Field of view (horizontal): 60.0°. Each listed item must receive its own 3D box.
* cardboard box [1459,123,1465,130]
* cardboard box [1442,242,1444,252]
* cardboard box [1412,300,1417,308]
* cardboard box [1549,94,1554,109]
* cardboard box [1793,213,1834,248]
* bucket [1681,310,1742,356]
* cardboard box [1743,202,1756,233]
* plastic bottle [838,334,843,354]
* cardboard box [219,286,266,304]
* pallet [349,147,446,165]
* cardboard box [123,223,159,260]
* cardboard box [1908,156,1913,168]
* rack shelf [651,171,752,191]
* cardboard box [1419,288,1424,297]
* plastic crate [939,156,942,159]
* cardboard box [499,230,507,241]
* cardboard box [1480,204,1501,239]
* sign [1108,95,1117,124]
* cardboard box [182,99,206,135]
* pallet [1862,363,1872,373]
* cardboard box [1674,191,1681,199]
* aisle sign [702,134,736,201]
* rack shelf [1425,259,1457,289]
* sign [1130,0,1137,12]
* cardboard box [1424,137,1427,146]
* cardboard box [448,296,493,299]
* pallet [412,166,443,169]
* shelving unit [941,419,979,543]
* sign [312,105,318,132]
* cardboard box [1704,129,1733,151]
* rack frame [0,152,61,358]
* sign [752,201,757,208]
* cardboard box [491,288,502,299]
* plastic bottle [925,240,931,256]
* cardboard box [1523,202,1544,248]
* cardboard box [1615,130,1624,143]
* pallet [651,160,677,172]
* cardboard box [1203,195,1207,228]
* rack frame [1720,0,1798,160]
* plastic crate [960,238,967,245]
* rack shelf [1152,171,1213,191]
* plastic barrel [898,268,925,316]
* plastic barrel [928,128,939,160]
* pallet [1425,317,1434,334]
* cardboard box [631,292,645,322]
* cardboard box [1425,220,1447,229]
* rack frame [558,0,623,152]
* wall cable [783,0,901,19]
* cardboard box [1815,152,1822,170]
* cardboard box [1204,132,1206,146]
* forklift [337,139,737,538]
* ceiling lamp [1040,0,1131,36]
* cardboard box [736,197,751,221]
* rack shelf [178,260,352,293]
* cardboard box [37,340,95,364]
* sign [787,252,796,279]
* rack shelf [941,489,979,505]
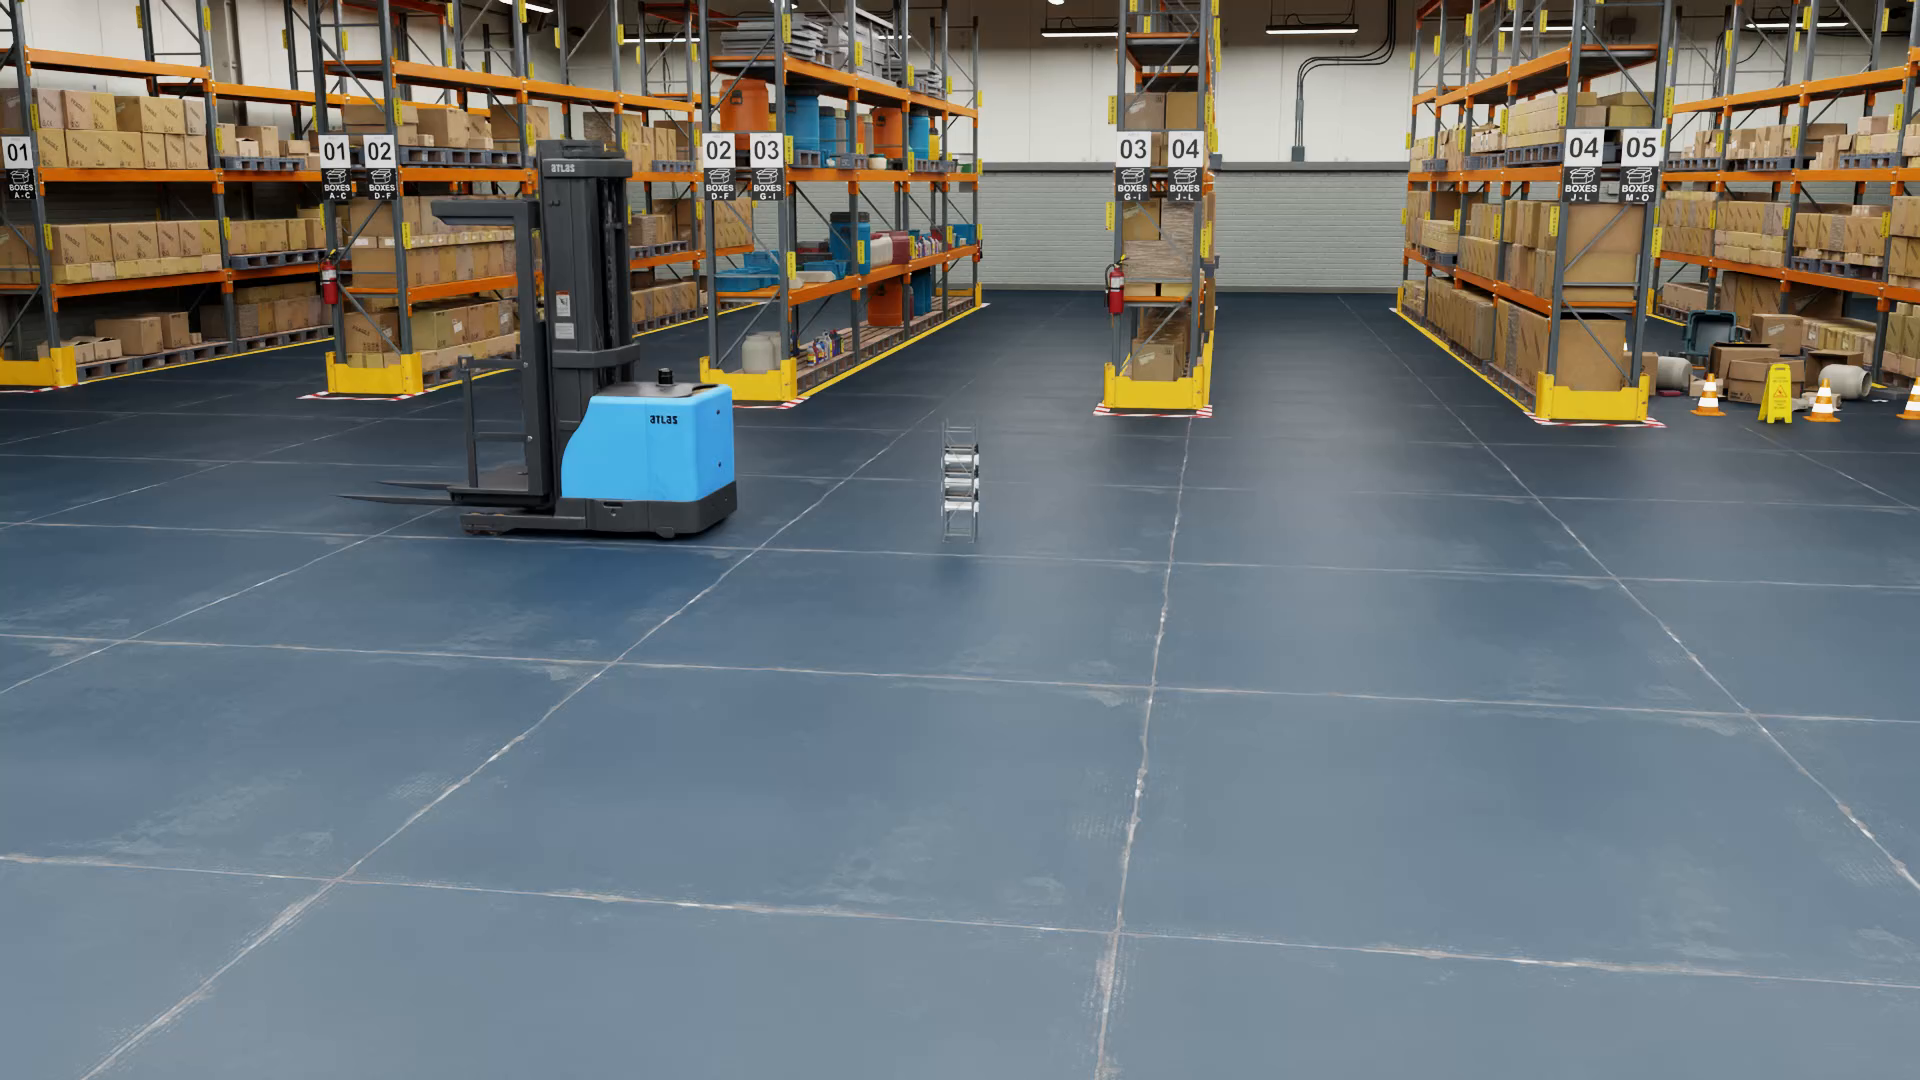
[{"bbox_3d":[8.293,-6.622,26.928,0.396,0.266,0.258,2,12,9],"label":"cardboard box"},{"bbox_3d":[8.085,-4.785,27.175,0.380,0.149,0.250,2,12,8],"label":"cardboard box"},{"bbox_3d":[9.032,-4.589,32.437,0.380,0.149,0.250,2,12,9],"label":"cardboard box"},{"bbox_3d":[6.989,-5.042,19.116,0.380,0.149,0.250,2,12,10],"label":"cardboard box"},{"bbox_3d":[13.032,-4.707,25.275,0.500,0.500,0.500,2,12,7],"label":"cardboard box"},{"bbox_3d":[10.066,-2.740,22.250,0.726,0.611,0.620,7,4,28],"label":"bucket"},{"bbox_3d":[13.390,-5.363,27.647,0.500,0.500,0.500,2,12,8],"label":"cardboard box"},{"bbox_3d":[-1.719,-2.819,23.857,0.061,0.283,0.133,3,12,11],"label":"plastic bottle"},{"bbox_3d":[-11.599,-3.969,26.898,0.500,0.250,0.500,2,12,7],"label":"cardboard box"},{"bbox_3d":[-7.346,-4.941,21.389,1.003,0.211,1.213,2,12,9],"label":"pallet"},{"bbox_3d":[-11.766,-4.241,23.582,0.500,0.500,0.500,2,12,10],"label":"cardboard box"},{"bbox_3d":[12.422,-4.847,21.340,0.380,0.149,0.250,2,12,8],"label":"cardboard box"},{"bbox_3d":[-5.327,-7.400,34.299,1.077,0.370,4.000,2,12,9],"label":"rack shelf"},{"bbox_3d":[8.868,-4.657,31.341,0.380,0.149,0.250,2,12,8],"label":"cardboard box"},{"bbox_3d":[-0.632,-7.667,33.979,0.504,0.338,0.767,2,12,9],"label":"plastic crate"},{"bbox_3d":[-6.773,-4.400,24.014,0.380,0.149,0.250,2,12,7],"label":"cardboard box"},{"bbox_3d":[8.192,-4.765,24.875,0.700,0.500,0.500,2,12,8],"label":"cardboard box"},{"bbox_3d":[1.762,-4.971,19.217,0.100,0.325,0.005,2,12,9],"label":"sign"},{"bbox_3d":[-11.569,-6.264,24.662,0.500,0.500,0.500,1,12,4],"label":"cardboard box"},{"bbox_3d":[12.833,-2.360,22.943,1.003,0.211,1.213,2,12,9],"label":"pallet"},{"bbox_3d":[14.087,-6.686,32.248,0.380,0.149,0.250,1,12,7],"label":"cardboard box"},{"bbox_3d":[-2.891,-4.475,19.969,0.394,0.787,0.004,2,12,9],"label":"aisle sign"},{"bbox_3d":[8.731,-4.598,28.415,1.077,0.370,4.000,2,12,9],"label":"rack shelf"},{"bbox_3d":[2.374,-7.366,22.718,0.100,0.325,0.005,2,12,9],"label":"sign"},{"bbox_3d":[8.990,-7.542,31.473,0.380,0.149,0.250,2,12,8],"label":"cardboard box"},{"bbox_3d":[-7.246,-3.345,24.645,0.500,0.500,0.500,2,12,9],"label":"cardboard box"},{"bbox_3d":[-10.622,-7.209,32.160,0.805,0.209,1.217,1,12,6],"label":"pallet"},{"bbox_3d":[0.001,-0.442,12.406,0.258,0.900,0.210,2,12,9],"label":"shelving unit"},{"bbox_3d":[-8.014,-5.252,20.710,0.100,0.325,0.005,2,12,9],"label":"sign"},{"bbox_3d":[14.121,-7.279,30.550,0.797,0.503,0.637,3,12,13],"label":"cardboard box"},{"bbox_3d":[-12.375,-3.531,21.757,1.000,3.000,0.127,2,12,9],"label":"rack frame"},{"bbox_3d":[-4.474,-7.400,36.213,0.100,0.325,0.005,2,12,9],"label":"sign"},{"bbox_3d":[-10.152,-5.376,35.255,0.700,0.500,0.500,2,12,10],"label":"cardboard box"},{"bbox_3d":[-0.616,-5.374,30.603,0.152,0.276,0.135,2,12,9],"label":"plastic bottle"},{"bbox_3d":[7.455,-3.889,20.500,0.875,0.550,0.500,2,12,9],"label":"cardboard box"},{"bbox_3d":[7.563,-4.526,18.619,0.380,0.149,0.250,2,12,9],"label":"cardboard box"},{"bbox_3d":[-5.961,-6.894,30.689,1.213,0.211,1.003,2,12,9],"label":"pallet"},{"bbox_3d":[3.126,-4.463,22.764,0.500,0.500,0.500,2,12,9],"label":"cardboard box"},{"bbox_3d":[13.945,-8.159,28.992,1.000,3.000,0.127,2,12,9],"label":"rack frame"},{"bbox_3d":[-0.072,-6.265,34.929,0.396,0.136,0.243,2,12,9],"label":"plastic crate"},{"bbox_3d":[3.846,-6.246,28.942,1.077,0.370,4.000,2,12,9],"label":"rack shelf"},{"bbox_3d":[-0.950,-4.627,30.829,0.600,0.901,0.708,2,12,9],"label":"plastic barrel"},{"bbox_3d":[-0.680,-7.275,30.567,0.600,0.588,0.600,0,12,0],"label":"plastic barrel"},{"bbox_3d":[8.920,-3.840,29.813,1.003,0.211,1.213,2,12,9],"label":"pallet"},{"bbox_3d":[-5.897,-4.115,29.357,0.500,0.500,0.500,2,12,11],"label":"cardboard box"},{"bbox_3d":[8.487,-5.614,29.609,0.380,0.149,0.250,2,12,10],"label":"cardboard box"},{"bbox_3d":[-6.250,-7.969,28.112,1.000,3.000,0.127,2,12,9],"label":"rack frame"},{"bbox_3d":[-2.961,-13.946,40.434,3.097,2.526,0.112,2,12,9],"label":"wall cable"},{"bbox_3d":[13.075,-5.681,24.934,0.396,0.266,0.258,2,12,9],"label":"cardboard box"},{"bbox_3d":[2.714,-4.738,19.648,0.380,0.149,0.250,2,12,10],"label":"cardboard box"},{"bbox_3d":[-3.347,-1.574,12.841,3.031,2.935,1.130,2,12,10],"label":"forklift"},{"bbox_3d":[2.776,-12.804,36.690,2.000,3.185,0.800,2,12,9],"label":"ceiling lamp"},{"bbox_3d":[-4.816,-7.138,35.884,0.500,0.500,0.500,2,12,8],"label":"cardboard box"},{"bbox_3d":[-11.453,-4.428,27.629,1.077,0.370,4.000,2,12,9],"label":"rack shelf"},{"bbox_3d":[-12.180,-2.573,22.649,0.500,0.311,0.500,0,12,2],"label":"cardboard box"},{"bbox_3d":[-2.043,-3.326,20.152,0.100,0.325,0.005,2,12,9],"label":"sign"},{"bbox_3d":[0.001,-0.321,12.432,0.258,0.077,0.200,2,12,9],"label":"rack shelf"}]
